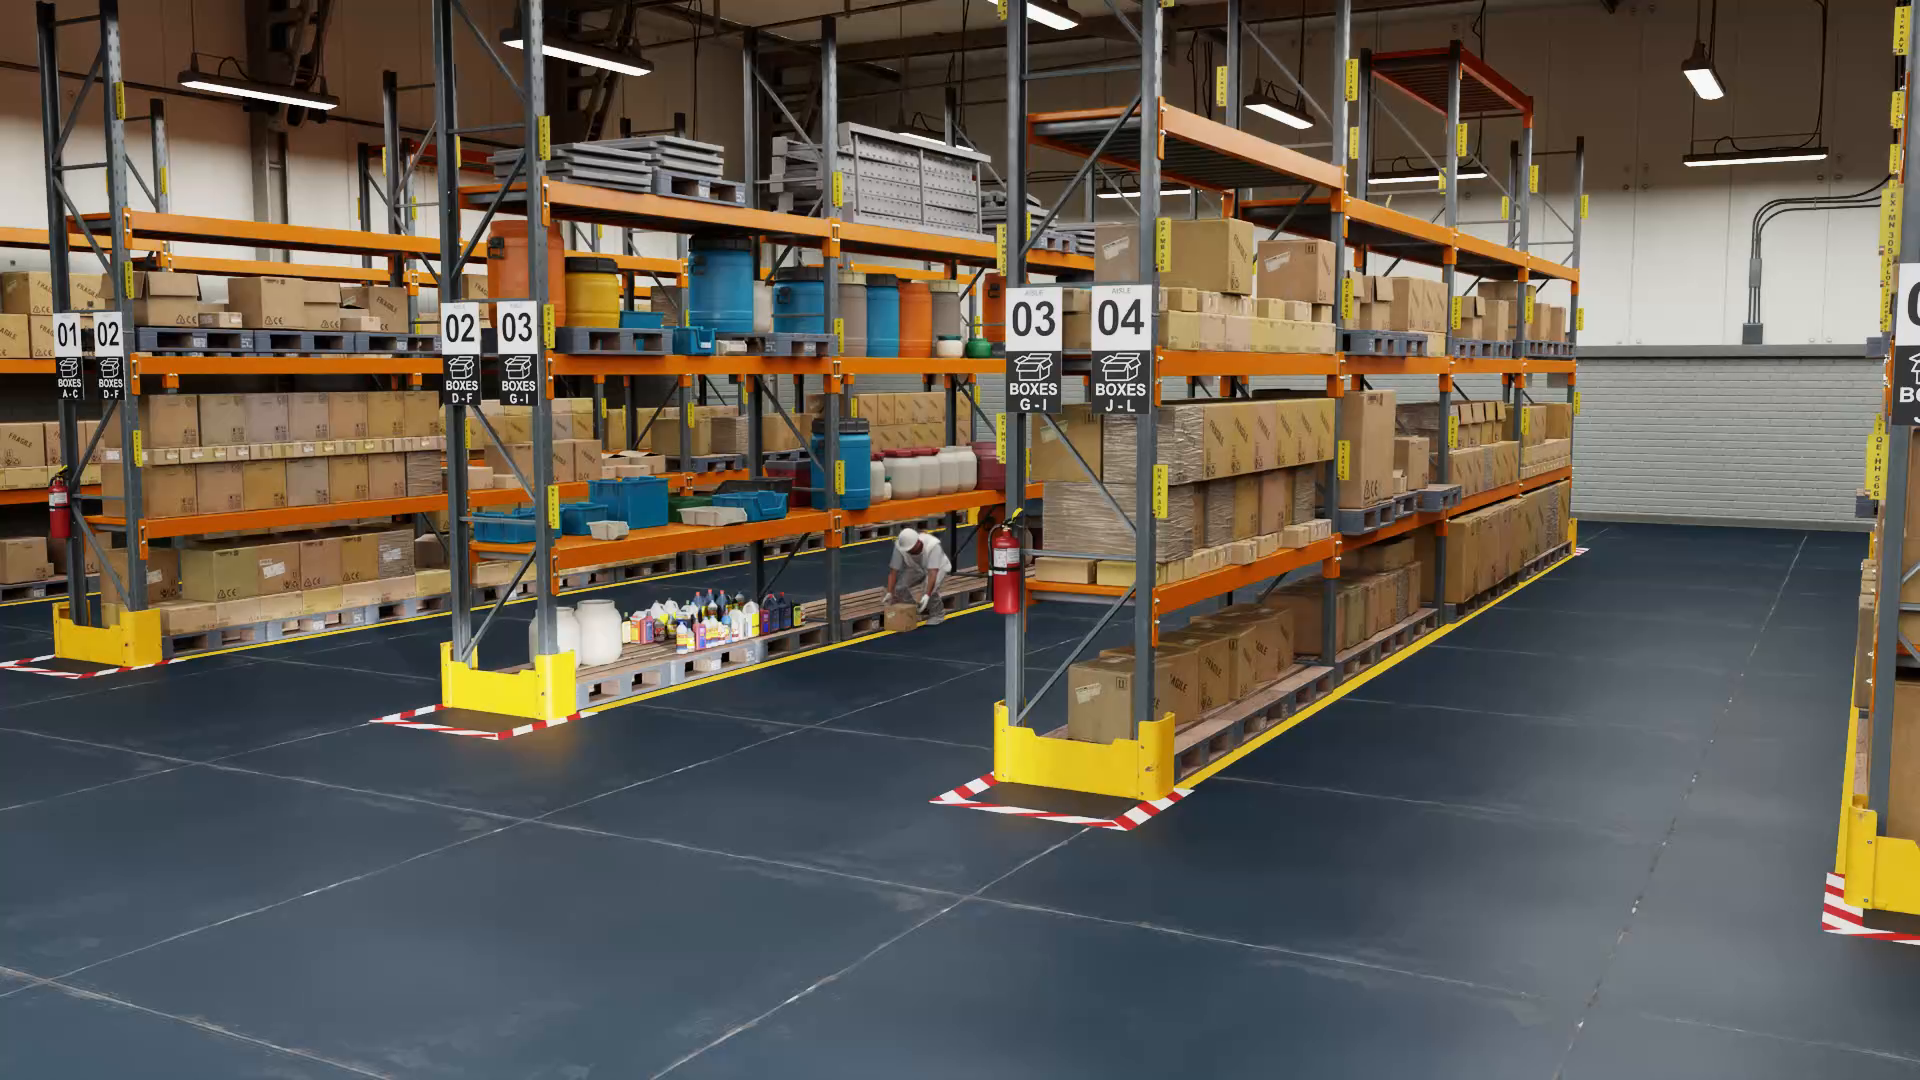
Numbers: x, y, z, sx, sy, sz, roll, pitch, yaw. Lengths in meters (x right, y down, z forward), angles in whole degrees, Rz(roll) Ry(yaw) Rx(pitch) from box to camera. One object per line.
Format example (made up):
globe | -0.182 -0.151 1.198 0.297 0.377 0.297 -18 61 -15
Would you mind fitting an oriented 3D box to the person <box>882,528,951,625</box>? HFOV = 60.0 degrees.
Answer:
person | -0.392 0.372 17.483 0.580 1.061 0.888 3 7 29
